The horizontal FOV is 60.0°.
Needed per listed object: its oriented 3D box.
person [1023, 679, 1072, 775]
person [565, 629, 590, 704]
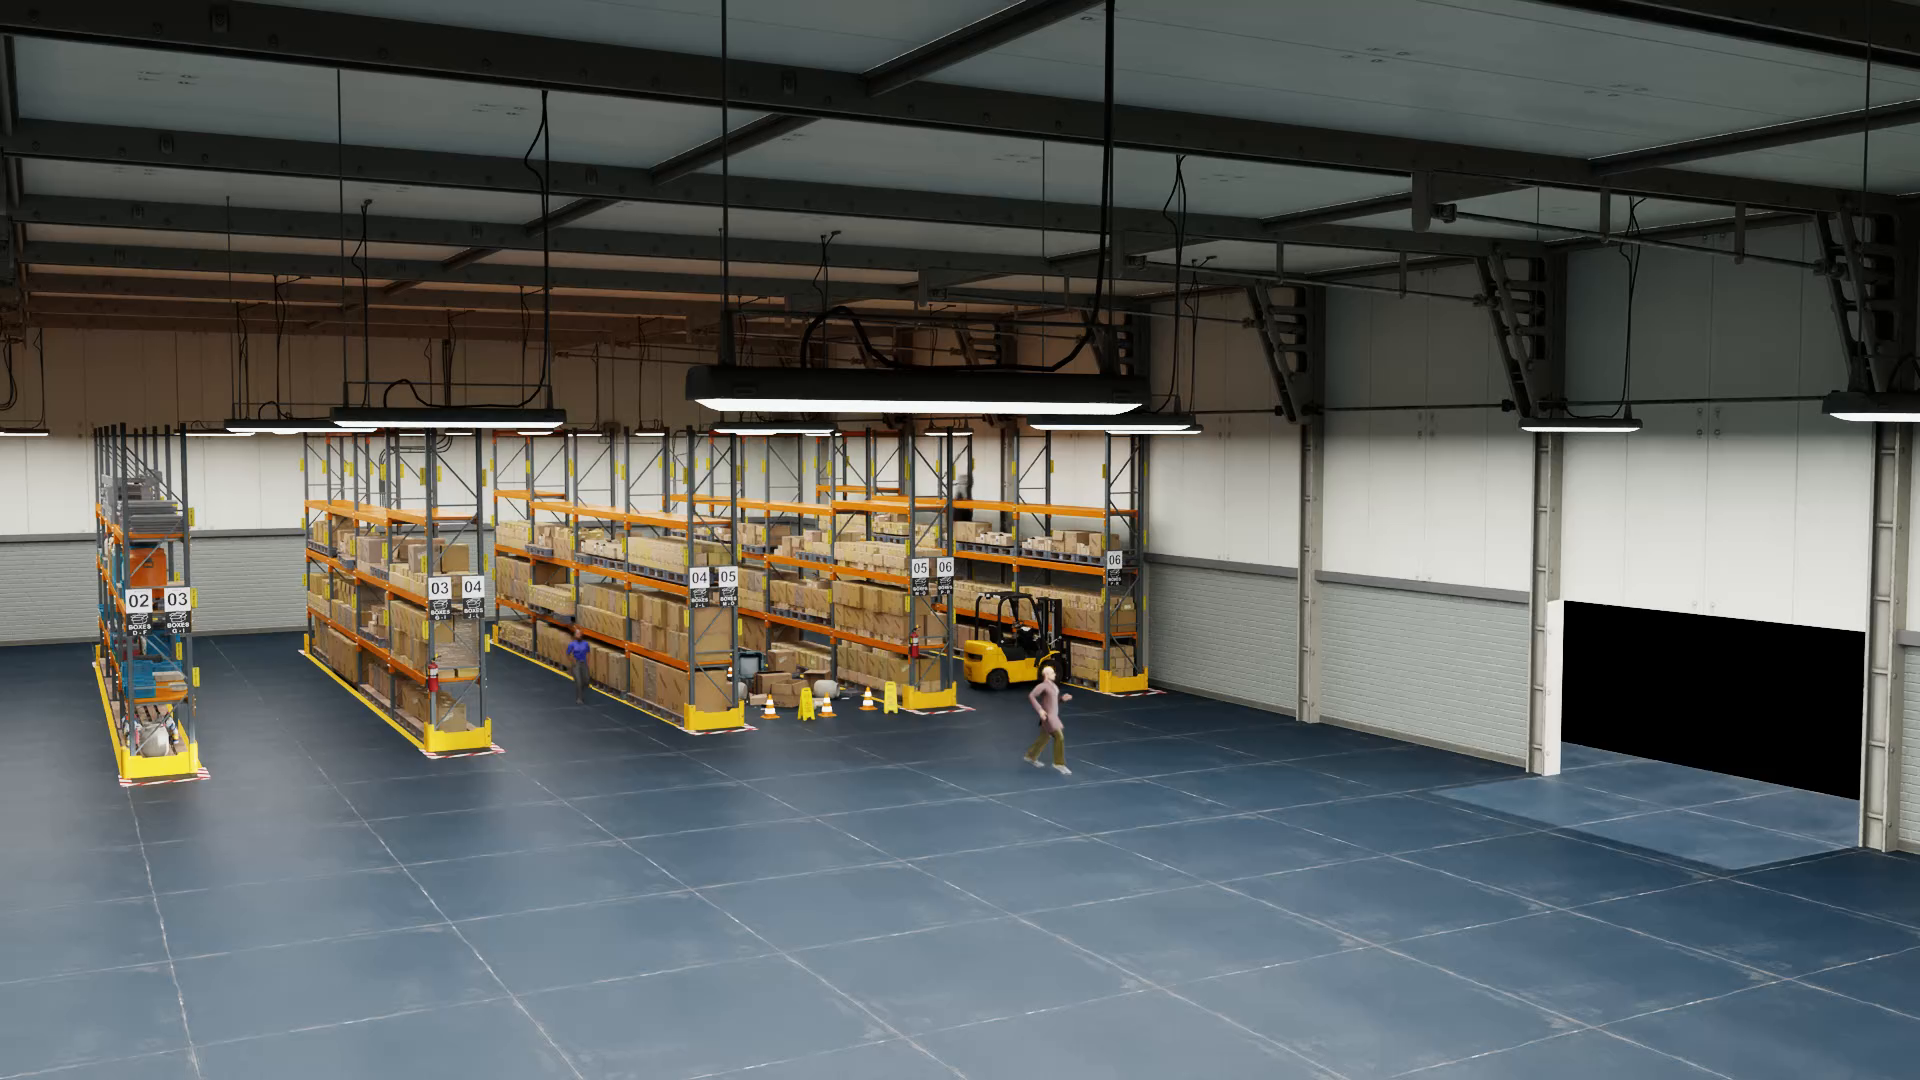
[{"bbox_3d":[1.510,3.196,28.587,0.898,1.629,0.680,1,4,15],"label":"person"},{"bbox_3d":[-8.234,2.739,35.989,0.572,1.606,0.558,-2,4,-31],"label":"person"}]
